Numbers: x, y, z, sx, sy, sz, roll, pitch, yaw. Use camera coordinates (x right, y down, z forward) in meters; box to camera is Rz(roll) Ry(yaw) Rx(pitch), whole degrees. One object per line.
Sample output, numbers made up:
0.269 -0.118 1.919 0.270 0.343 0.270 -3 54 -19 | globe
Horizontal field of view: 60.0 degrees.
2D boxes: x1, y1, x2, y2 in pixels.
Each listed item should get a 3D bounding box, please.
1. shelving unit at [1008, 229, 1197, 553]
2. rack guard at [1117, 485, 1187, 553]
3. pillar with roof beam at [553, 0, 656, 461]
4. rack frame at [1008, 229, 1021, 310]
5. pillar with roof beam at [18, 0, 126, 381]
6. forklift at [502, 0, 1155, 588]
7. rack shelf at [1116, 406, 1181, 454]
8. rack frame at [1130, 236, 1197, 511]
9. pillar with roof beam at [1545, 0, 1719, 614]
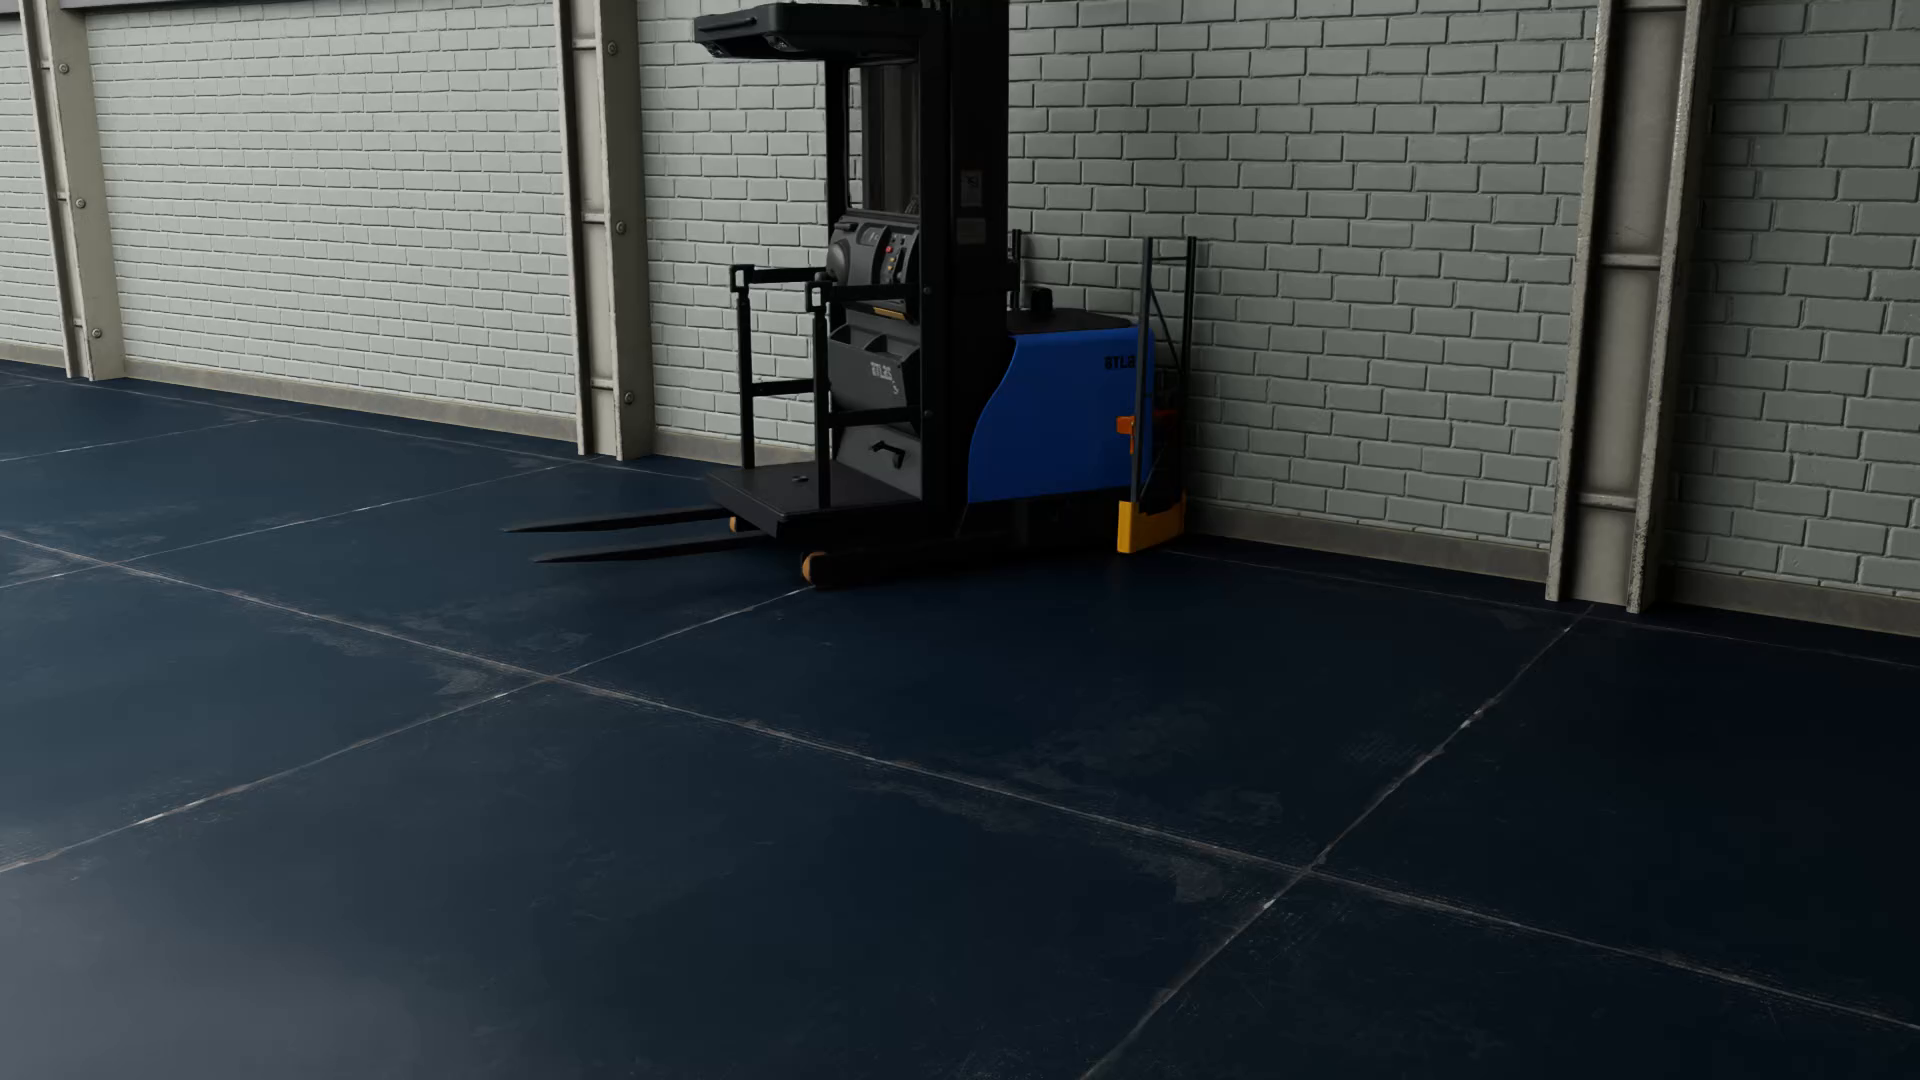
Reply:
0.560 -0.787 8.384 1.083 1.500 0.587 9 14 33 | shelving unit
0.954 -0.107 8.238 0.087 0.250 0.587 9 14 33 | rack guard
-4.573 -4.058 5.990 0.400 9.000 9.100 9 17 33 | pillar with roof beam
0.148 -0.855 8.658 0.032 1.500 0.500 9 14 33 | rack frame
-9.552 -4.863 9.241 0.400 9.000 9.100 9 17 33 | pillar with roof beam
-0.594 -1.351 7.682 3.031 2.935 1.130 -7 15 -26 | forklift
0.563 -0.609 8.416 1.000 0.185 0.538 9 14 33 | rack shelf
0.986 -0.716 8.100 0.032 1.500 0.500 9 14 33 | rack frame
0.406 -3.254 2.740 0.400 9.000 9.100 9 17 33 | pillar with roof beam
